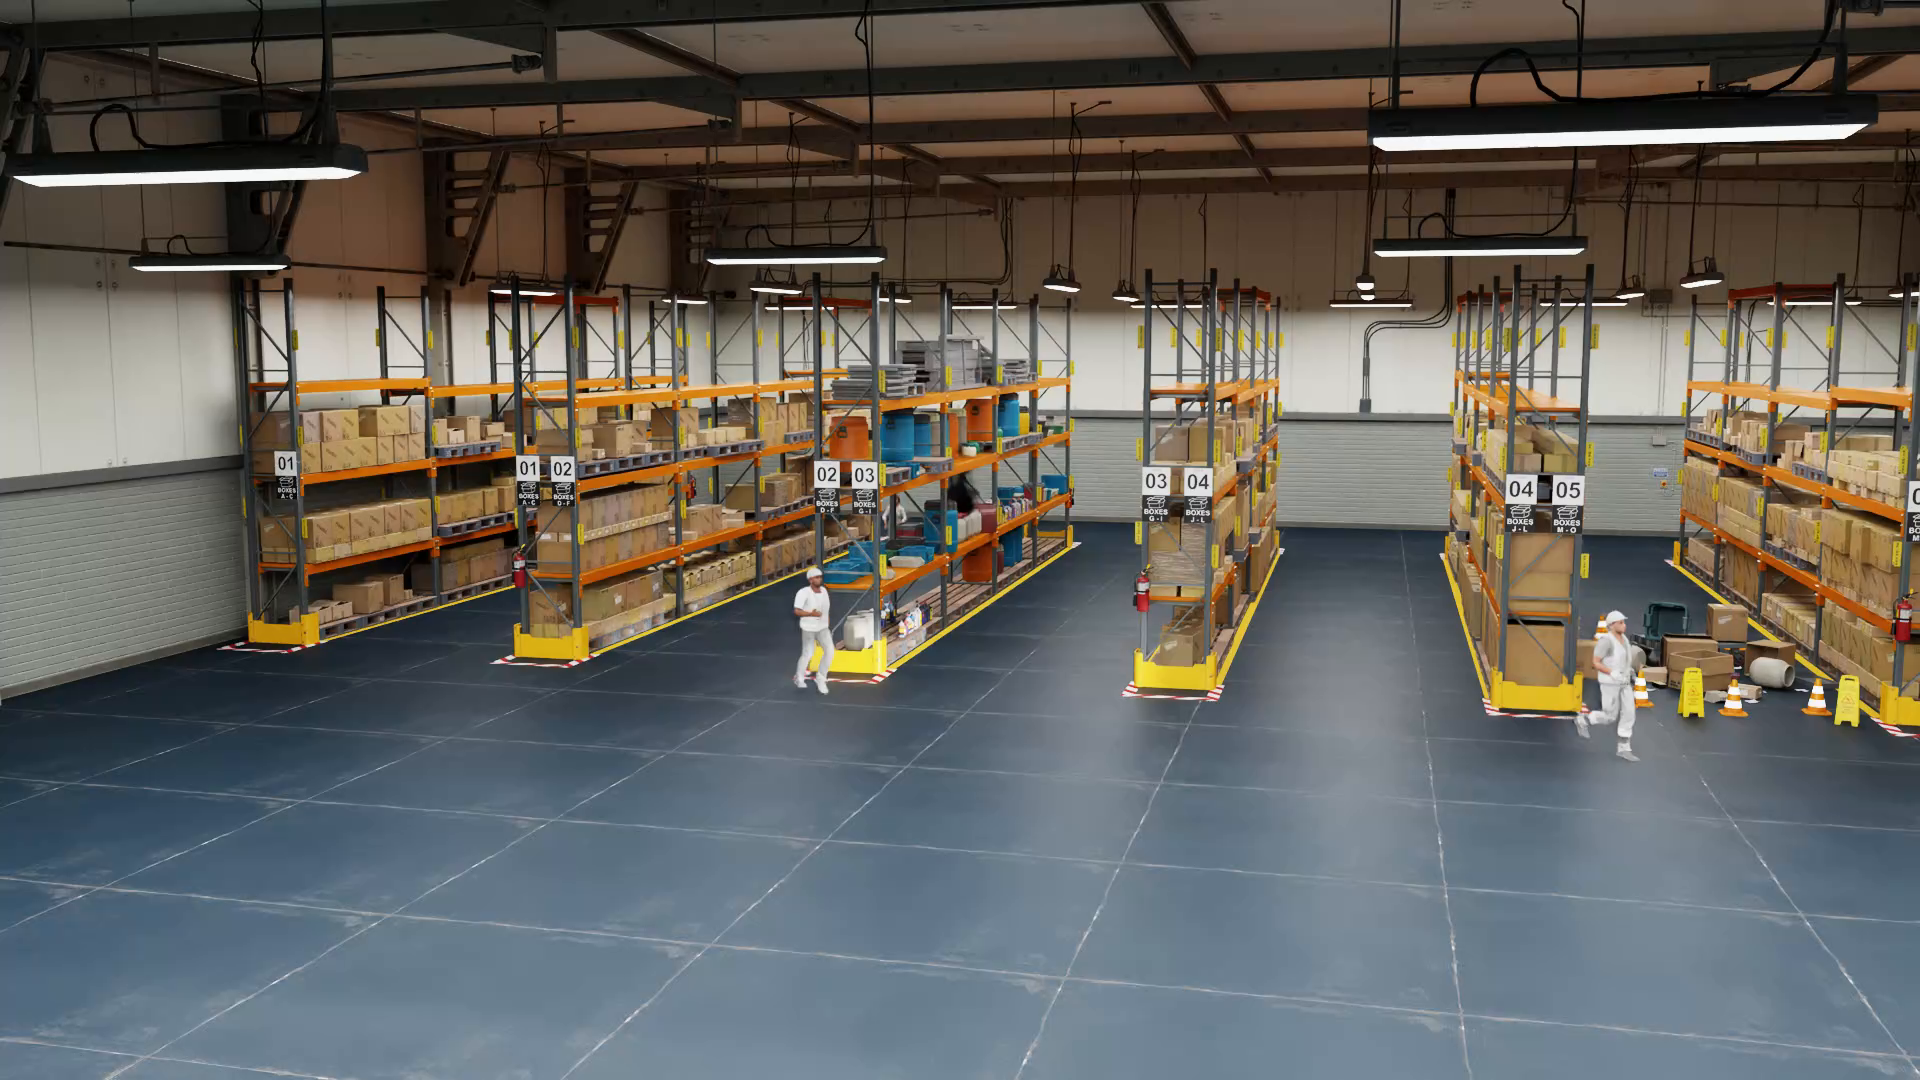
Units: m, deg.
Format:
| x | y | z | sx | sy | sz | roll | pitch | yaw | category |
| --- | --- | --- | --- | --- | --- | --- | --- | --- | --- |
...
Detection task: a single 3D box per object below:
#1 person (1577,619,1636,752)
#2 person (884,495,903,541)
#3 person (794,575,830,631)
| x | y | z | sx | sy | sz | roll | pitch | yaw | category |
| --- | --- | --- | --- | --- | --- | --- | --- | --- | --- |
| 7.843 | 1.719 | 20.113 | 0.670 | 1.665 | 0.680 | -5 | 8 | -34 | person |
| -1.480 | -0.261 | 37.223 | 0.488 | 1.486 | 0.505 | 0 | 7 | -3 | person |
| -2.049 | 0.860 | 23.639 | 0.695 | 0.853 | 0.643 | -5 | 9 | -38 | person |
